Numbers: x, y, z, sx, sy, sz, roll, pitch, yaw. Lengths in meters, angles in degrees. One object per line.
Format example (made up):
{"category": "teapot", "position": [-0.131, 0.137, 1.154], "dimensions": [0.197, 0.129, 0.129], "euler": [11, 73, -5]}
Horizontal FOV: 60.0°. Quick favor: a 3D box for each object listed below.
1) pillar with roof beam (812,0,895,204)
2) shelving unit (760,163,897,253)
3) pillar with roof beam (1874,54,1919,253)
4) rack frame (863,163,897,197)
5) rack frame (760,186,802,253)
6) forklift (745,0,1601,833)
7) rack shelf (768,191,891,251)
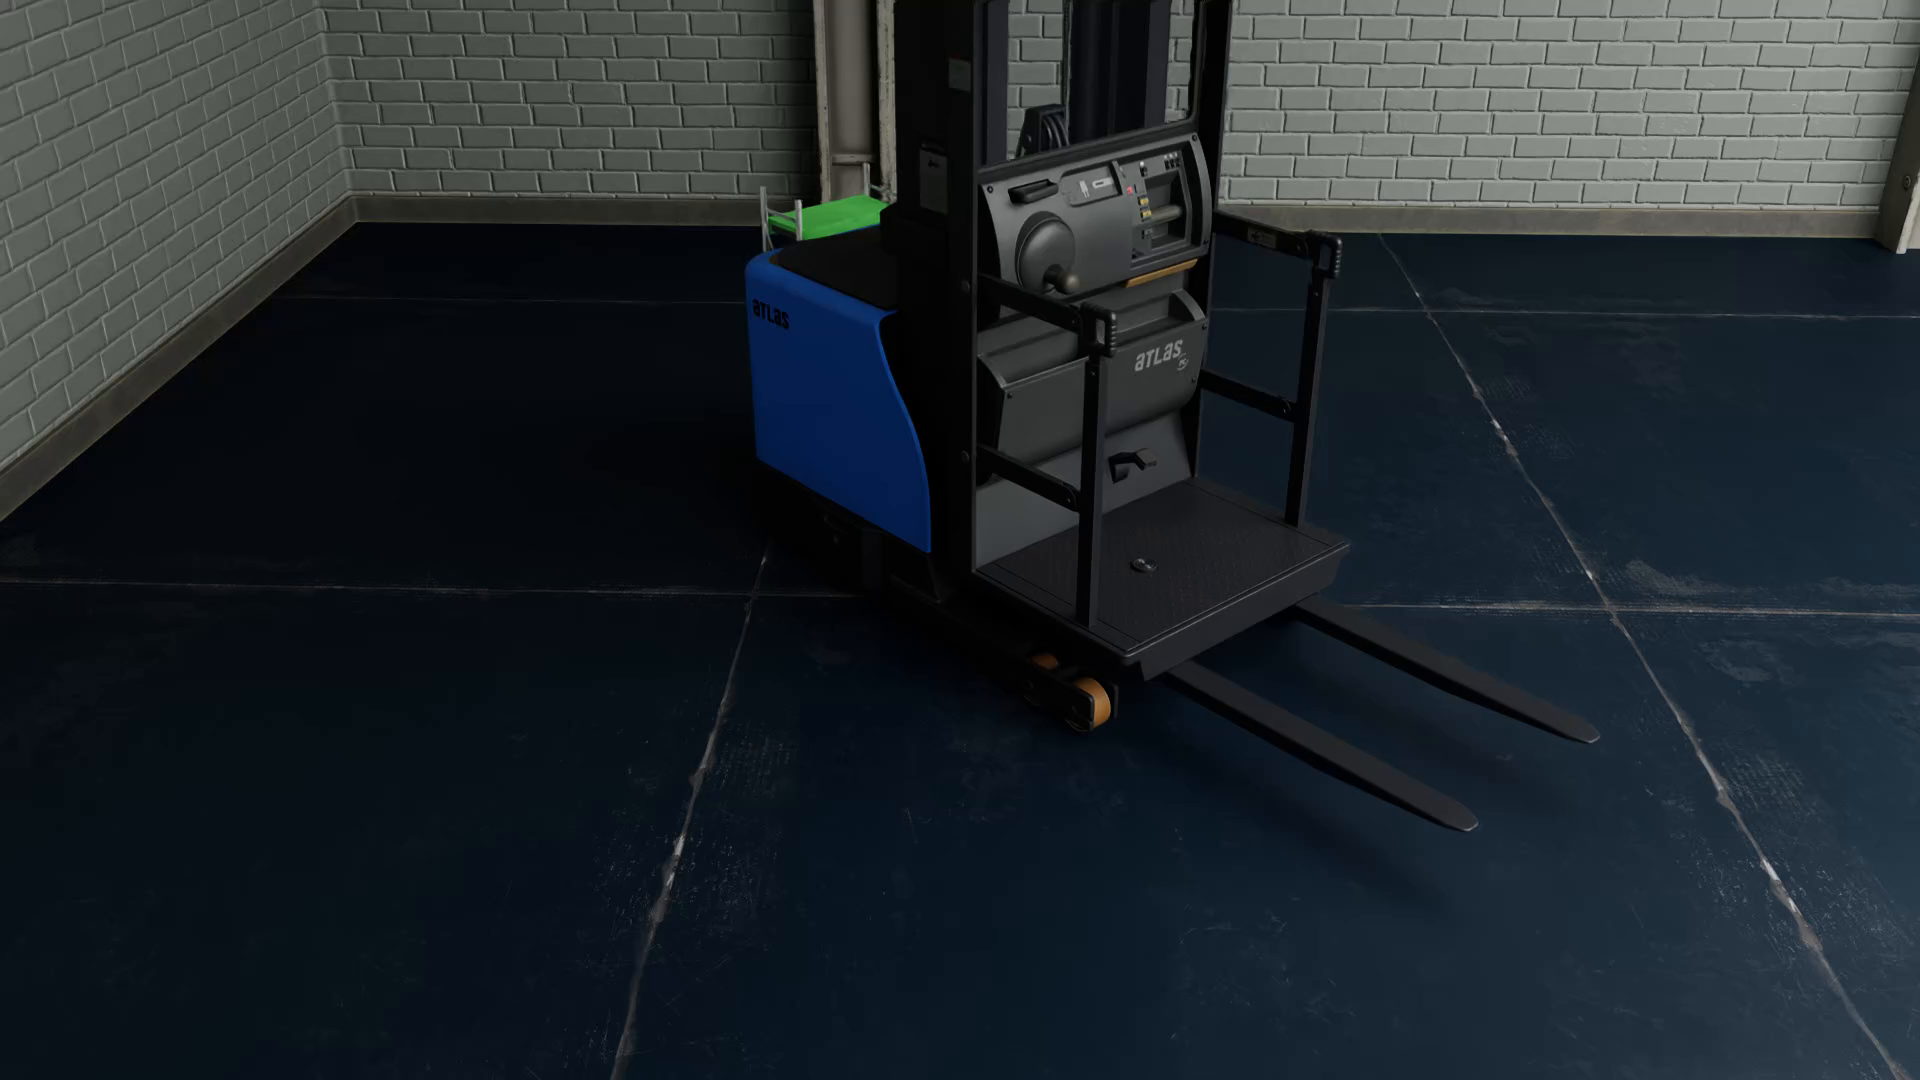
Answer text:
{"category": "pillar with roof beam", "position": [-0.733, -3.726, 3.671], "dimensions": [0.400, 9.000, 9.100], "euler": [1, 28, 2]}
{"category": "shelving unit", "position": [-0.474, -0.813, 6.502], "dimensions": [0.503, 1.200, 0.258], "euler": [-22, 35, -36]}
{"category": "pillar with roof beam", "position": [5.263, -3.627, 3.484], "dimensions": [0.400, 9.000, 9.100], "euler": [1, 28, 2]}
{"category": "rack frame", "position": [-0.291, -0.888, 6.644], "dimensions": [0.015, 1.200, 0.240], "euler": [-22, 35, -36]}
{"category": "rack frame", "position": [-0.657, -0.738, 6.360], "dimensions": [0.015, 1.200, 0.240], "euler": [-22, 35, -36]}
{"category": "forklift", "position": [0.575, -0.972, 4.955], "dimensions": [1.130, 2.935, 3.031], "euler": [-22, 35, -36]}
{"category": "rack shelf", "position": [-0.474, -1.181, 6.308], "dimensions": [0.480, 0.148, 0.258], "euler": [-22, 35, -36]}
